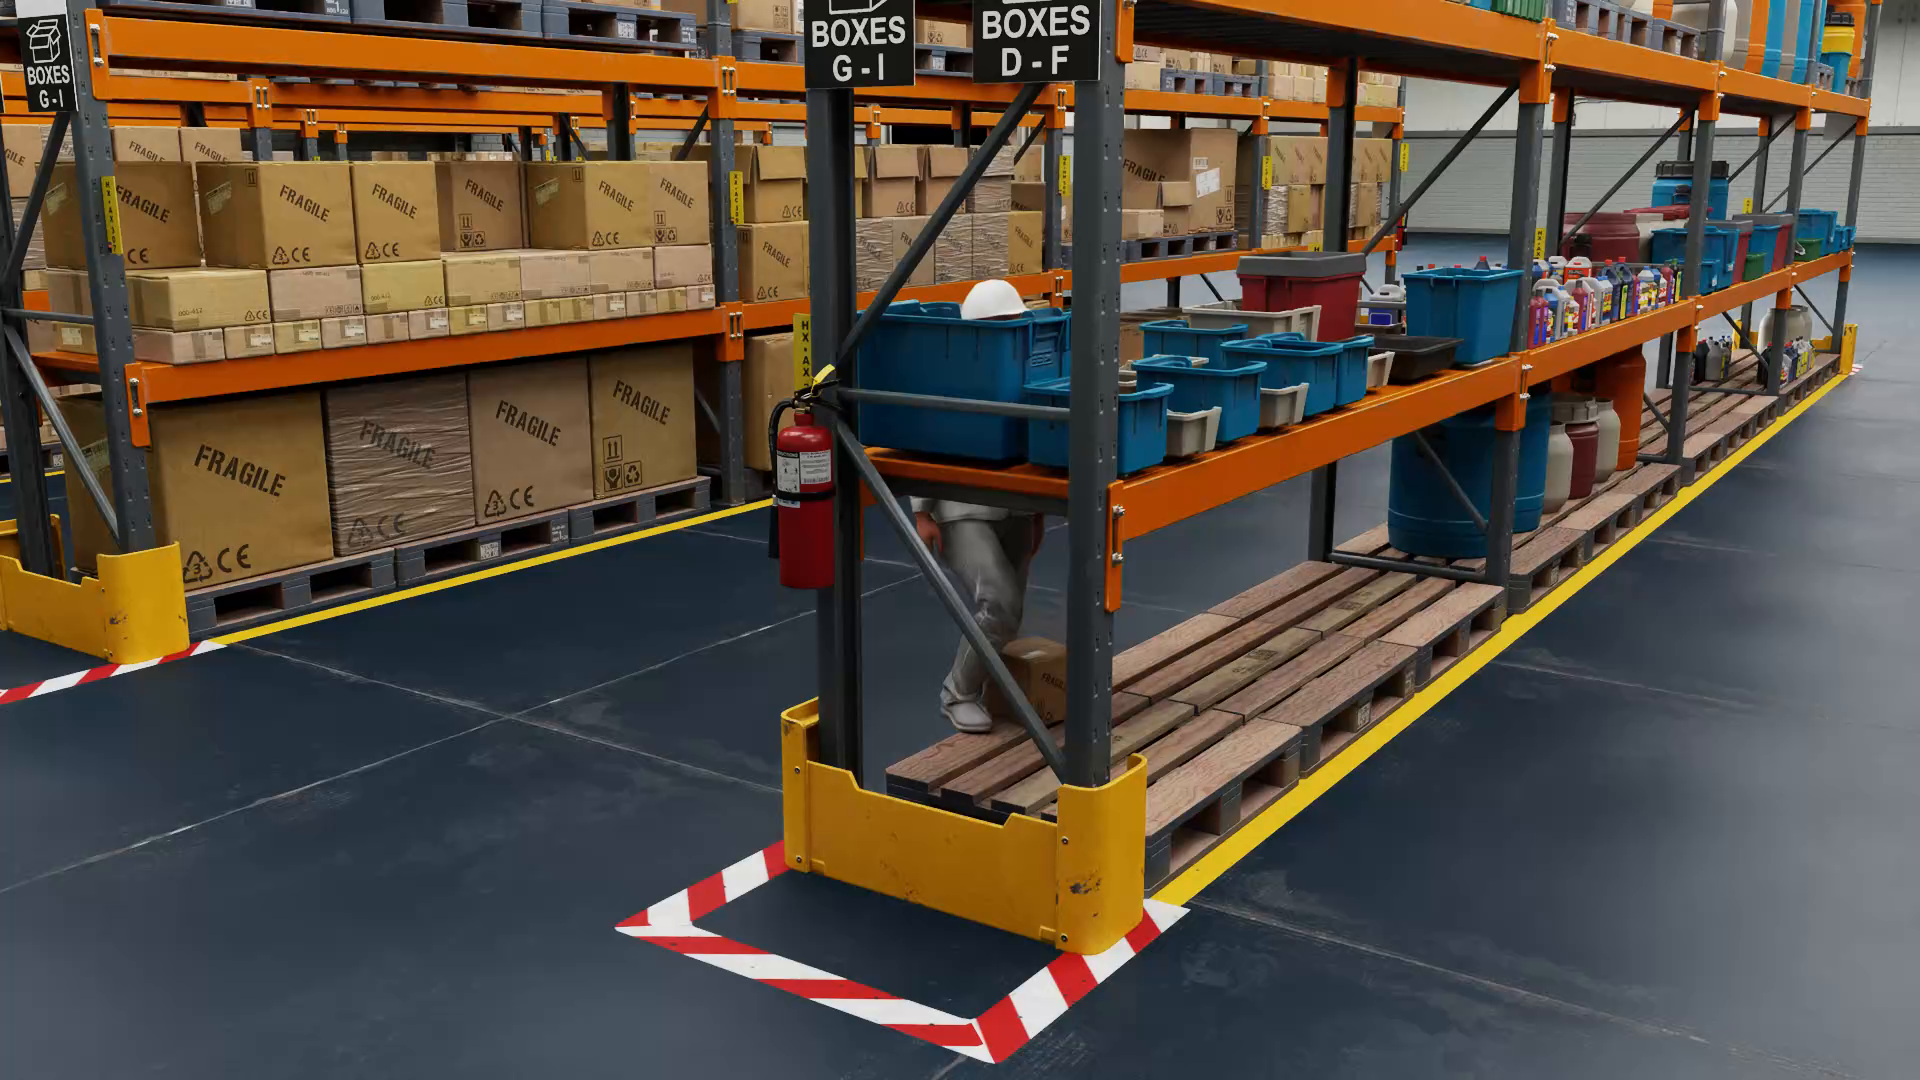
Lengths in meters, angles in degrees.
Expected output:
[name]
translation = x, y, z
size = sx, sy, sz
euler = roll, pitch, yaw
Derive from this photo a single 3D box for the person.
[person]
translation = 0.139, -0.054, 6.111
size = 0.634, 1.774, 0.614
euler = -10, 16, -38
